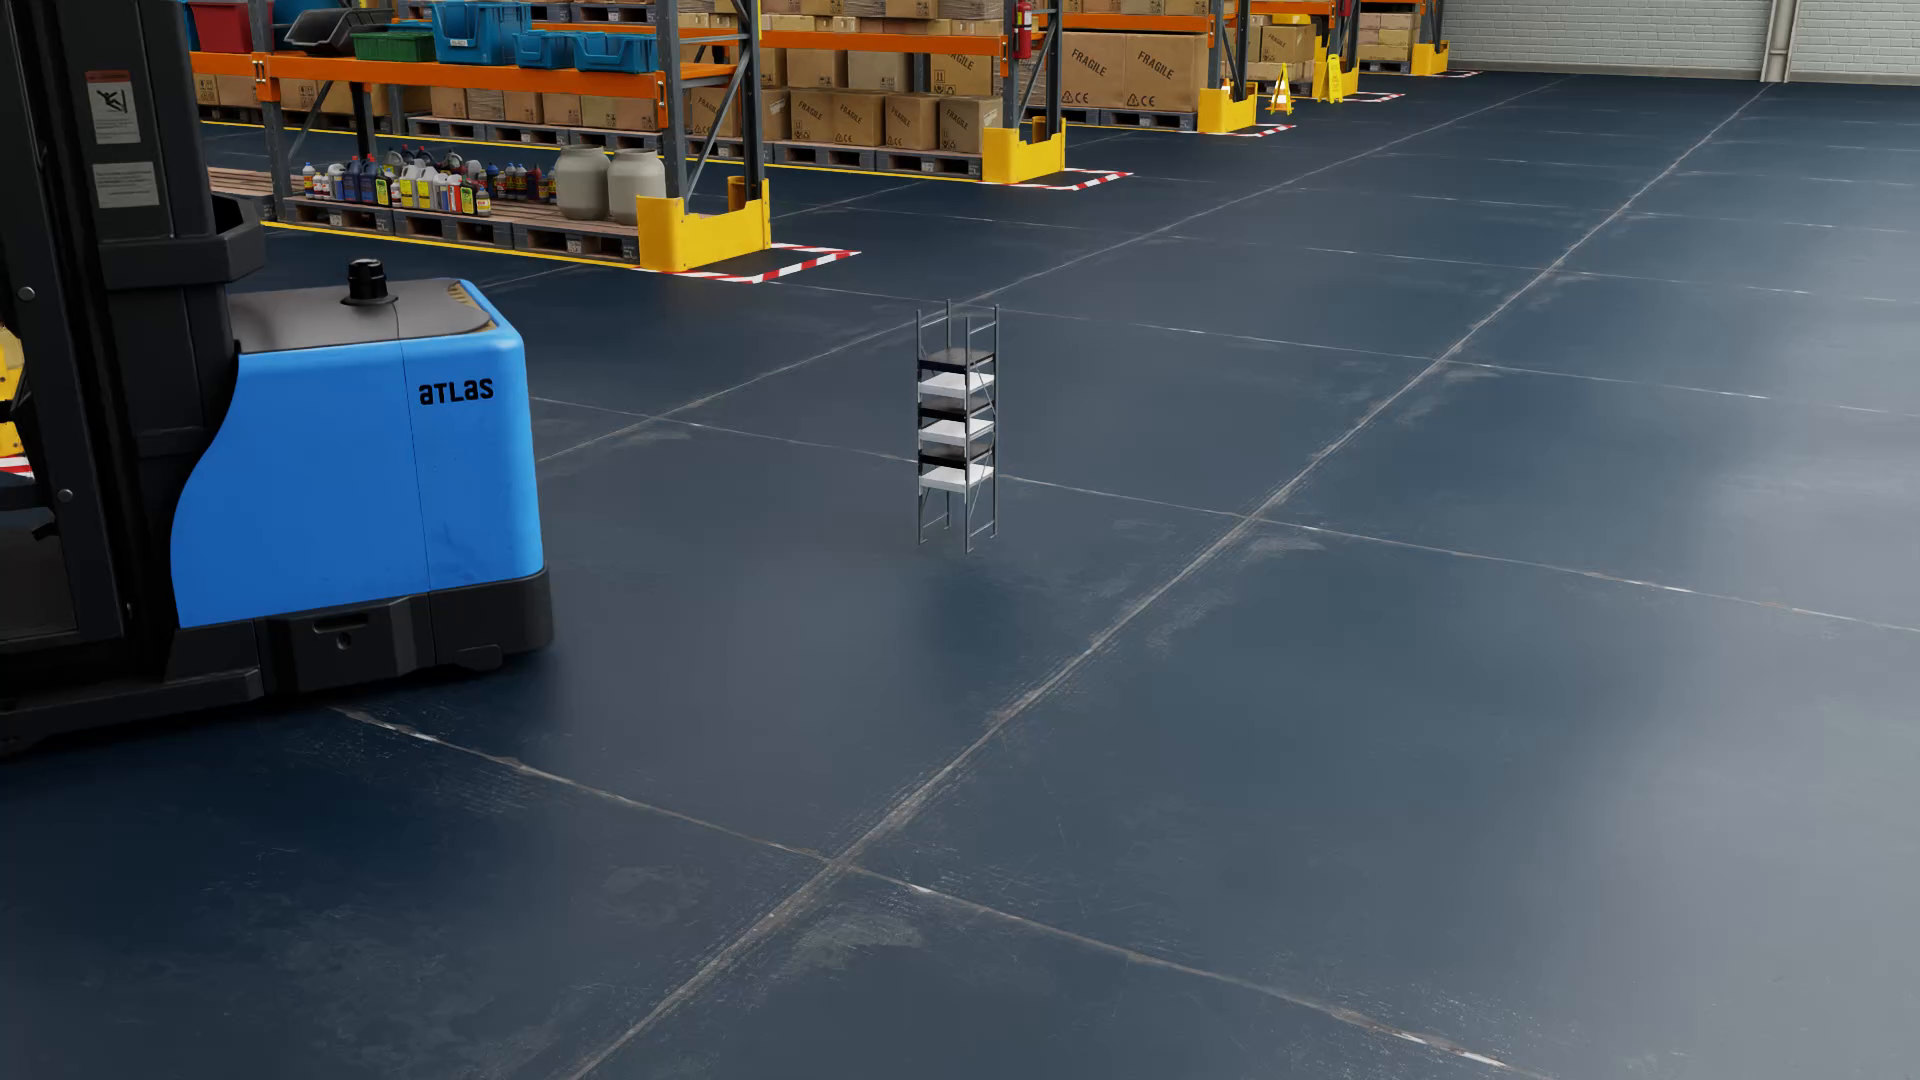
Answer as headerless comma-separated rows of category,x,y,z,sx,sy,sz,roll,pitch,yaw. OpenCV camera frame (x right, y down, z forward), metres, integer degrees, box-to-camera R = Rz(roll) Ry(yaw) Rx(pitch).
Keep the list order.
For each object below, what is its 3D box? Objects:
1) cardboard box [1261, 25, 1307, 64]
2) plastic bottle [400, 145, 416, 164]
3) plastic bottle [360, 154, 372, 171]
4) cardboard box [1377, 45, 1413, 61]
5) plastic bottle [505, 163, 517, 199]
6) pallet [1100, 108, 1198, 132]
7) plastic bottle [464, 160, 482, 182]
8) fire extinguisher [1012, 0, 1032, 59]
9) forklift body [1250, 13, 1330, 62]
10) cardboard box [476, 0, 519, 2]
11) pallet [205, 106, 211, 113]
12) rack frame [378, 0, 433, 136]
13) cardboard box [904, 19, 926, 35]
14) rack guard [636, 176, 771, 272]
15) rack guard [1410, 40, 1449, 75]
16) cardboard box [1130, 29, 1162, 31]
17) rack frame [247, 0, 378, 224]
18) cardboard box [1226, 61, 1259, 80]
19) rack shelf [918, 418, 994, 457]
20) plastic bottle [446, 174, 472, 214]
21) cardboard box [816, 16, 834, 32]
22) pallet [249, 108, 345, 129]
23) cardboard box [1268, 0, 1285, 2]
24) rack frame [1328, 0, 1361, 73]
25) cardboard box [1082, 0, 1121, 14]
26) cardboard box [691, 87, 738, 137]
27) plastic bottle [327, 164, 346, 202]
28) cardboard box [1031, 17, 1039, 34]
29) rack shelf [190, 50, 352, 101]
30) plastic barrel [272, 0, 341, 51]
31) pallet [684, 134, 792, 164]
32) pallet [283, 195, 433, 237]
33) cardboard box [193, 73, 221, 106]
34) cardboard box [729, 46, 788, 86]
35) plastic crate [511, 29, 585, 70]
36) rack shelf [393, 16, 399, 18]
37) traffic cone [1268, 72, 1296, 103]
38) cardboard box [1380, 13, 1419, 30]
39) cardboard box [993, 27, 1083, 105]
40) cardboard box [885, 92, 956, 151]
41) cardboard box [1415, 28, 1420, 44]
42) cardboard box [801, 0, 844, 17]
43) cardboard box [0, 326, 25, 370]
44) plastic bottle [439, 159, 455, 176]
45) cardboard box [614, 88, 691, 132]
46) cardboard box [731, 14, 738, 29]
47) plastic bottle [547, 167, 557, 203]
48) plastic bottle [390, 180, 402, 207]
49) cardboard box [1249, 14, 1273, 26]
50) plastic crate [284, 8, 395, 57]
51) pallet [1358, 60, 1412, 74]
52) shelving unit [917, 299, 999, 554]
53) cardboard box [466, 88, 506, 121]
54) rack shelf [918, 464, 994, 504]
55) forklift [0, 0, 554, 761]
cardboard box,4.695,-7.186,24.092,0.500,0.500,0.500,11,23,28
plastic bottle,-4.516,-3.054,13.624,0.185,0.351,0.144,10,22,26
plastic bottle,-4.646,-2.860,13.090,0.185,0.351,0.144,11,23,27
cardboard box,7.375,-8.240,28.099,0.500,0.250,0.500,11,23,28
plastic bottle,-3.544,-2.840,13.152,0.097,0.271,0.097,0,20,0
pallet,2.460,-5.181,20.339,1.213,0.211,1.003,11,23,27
plastic bottle,-3.926,-2.905,13.323,0.135,0.276,0.152,11,23,28
fire extinguisher,0.564,-4.730,15.119,0.183,0.674,0.296,11,23,27
forklift body,5.394,-8.724,27.262,1.214,2.155,2.313,11,23,27
cardboard box,-4.944,-6.033,18.201,0.500,0.250,0.500,10,22,26
pallet,-10.413,-5.757,21.926,1.213,0.211,1.003,11,23,27
rack frame,-6.295,-6.253,19.204,0.127,3.000,1.000,11,23,27
cardboard box,-0.333,-4.905,15.856,0.250,0.149,0.380,11,23,27
rack guard,-1.816,-2.272,11.894,0.348,0.500,1.175,11,23,27
rack guard,7.960,-8.172,28.160,0.348,0.500,1.175,11,23,27
cardboard box,2.886,-7.531,25.045,0.500,0.500,0.500,12,23,29
rack frame,-5.219,-4.113,13.306,0.127,3.000,1.000,11,23,27
cardboard box,4.237,-6.920,24.461,0.500,0.250,0.500,11,23,27
rack shelf,-0.007,-0.393,6.227,0.200,0.077,0.258,11,23,27
plastic bottle,-3.750,-2.599,12.481,0.135,0.276,0.152,11,23,28
cardboard box,-1.206,-5.071,16.314,0.250,0.149,0.380,11,23,27
pallet,-8.008,-5.299,20.663,1.213,0.211,1.003,11,23,27
cardboard box,4.603,-7.811,23.869,0.250,0.149,0.380,10,22,26
rack frame,5.522,-7.873,23.670,0.127,3.000,1.000,11,23,27
cardboard box,1.932,-6.717,20.262,0.550,0.550,0.875,11,23,27
cardboard box,-2.473,-4.532,17.509,0.500,0.500,0.500,10,22,26
plastic bottle,-4.859,-2.811,13.063,0.135,0.276,0.152,12,23,29
cardboard box,0.556,-4.923,15.906,0.250,0.149,0.380,11,23,27
rack shelf,-6.965,-4.108,14.345,4.000,0.370,1.077,11,23,27
plastic barrel,-5.408,-4.503,13.646,0.708,0.901,0.600,11,23,27
pallet,-2.199,-4.176,17.567,1.213,0.211,1.003,11,23,27
pallet,-4.653,-2.678,13.439,1.213,0.211,1.003,11,23,27
cardboard box,-9.219,-6.016,21.052,0.875,0.875,1.225,11,23,27
cardboard box,-2.535,-6.580,22.790,0.750,0.750,1.050,11,23,28
plastic crate,-2.874,-3.482,11.783,0.408,0.251,0.499,11,23,27
rack shelf,-8.041,-6.247,20.244,4.000,0.370,1.077,11,23,27
traffic cone,4.517,-6.368,23.241,0.334,0.463,0.336,11,23,27
cardboard box,7.385,-8.710,27.927,0.500,0.250,0.500,12,23,29
cardboard box,1.008,-5.972,20.930,0.875,0.875,0.875,11,23,28
cardboard box,-0.387,-4.143,16.437,0.500,0.500,0.500,18,27,41
cardboard box,7.630,-8.631,28.443,0.500,0.250,0.500,11,23,28
cardboard box,-1.119,-5.439,16.378,0.500,0.500,0.875,11,23,27
cardboard box,-4.758,-0.880,7.809,0.500,0.250,0.500,11,23,27
plastic bottle,-4.094,-2.901,13.303,0.133,0.283,0.061,11,23,27
cardboard box,-3.329,-4.728,18.021,0.500,0.500,0.700,9,22,23
cardboard box,-2.096,-5.227,16.744,0.250,0.149,0.380,11,23,27
plastic bottle,-3.157,-2.767,12.949,0.097,0.271,0.097,0,20,0
plastic bottle,-4.316,-2.661,12.762,0.097,0.201,0.097,0,20,0
cardboard box,4.342,-7.532,24.095,0.250,0.149,0.380,12,23,29
plastic crate,-4.824,-3.959,12.972,0.504,0.338,0.767,11,23,27
pallet,7.251,-8.155,28.537,1.213,0.211,1.003,11,23,27
shelving unit,-0.007,-0.424,6.215,0.210,0.900,0.258,11,23,27
cardboard box,-5.210,-5.091,19.021,0.500,0.500,0.700,9,22,23
rack shelf,-0.007,-0.224,6.288,0.200,0.077,0.258,11,23,27
forklift,-2.853,-0.925,4.617,3.031,2.935,1.130,-9,22,-23
